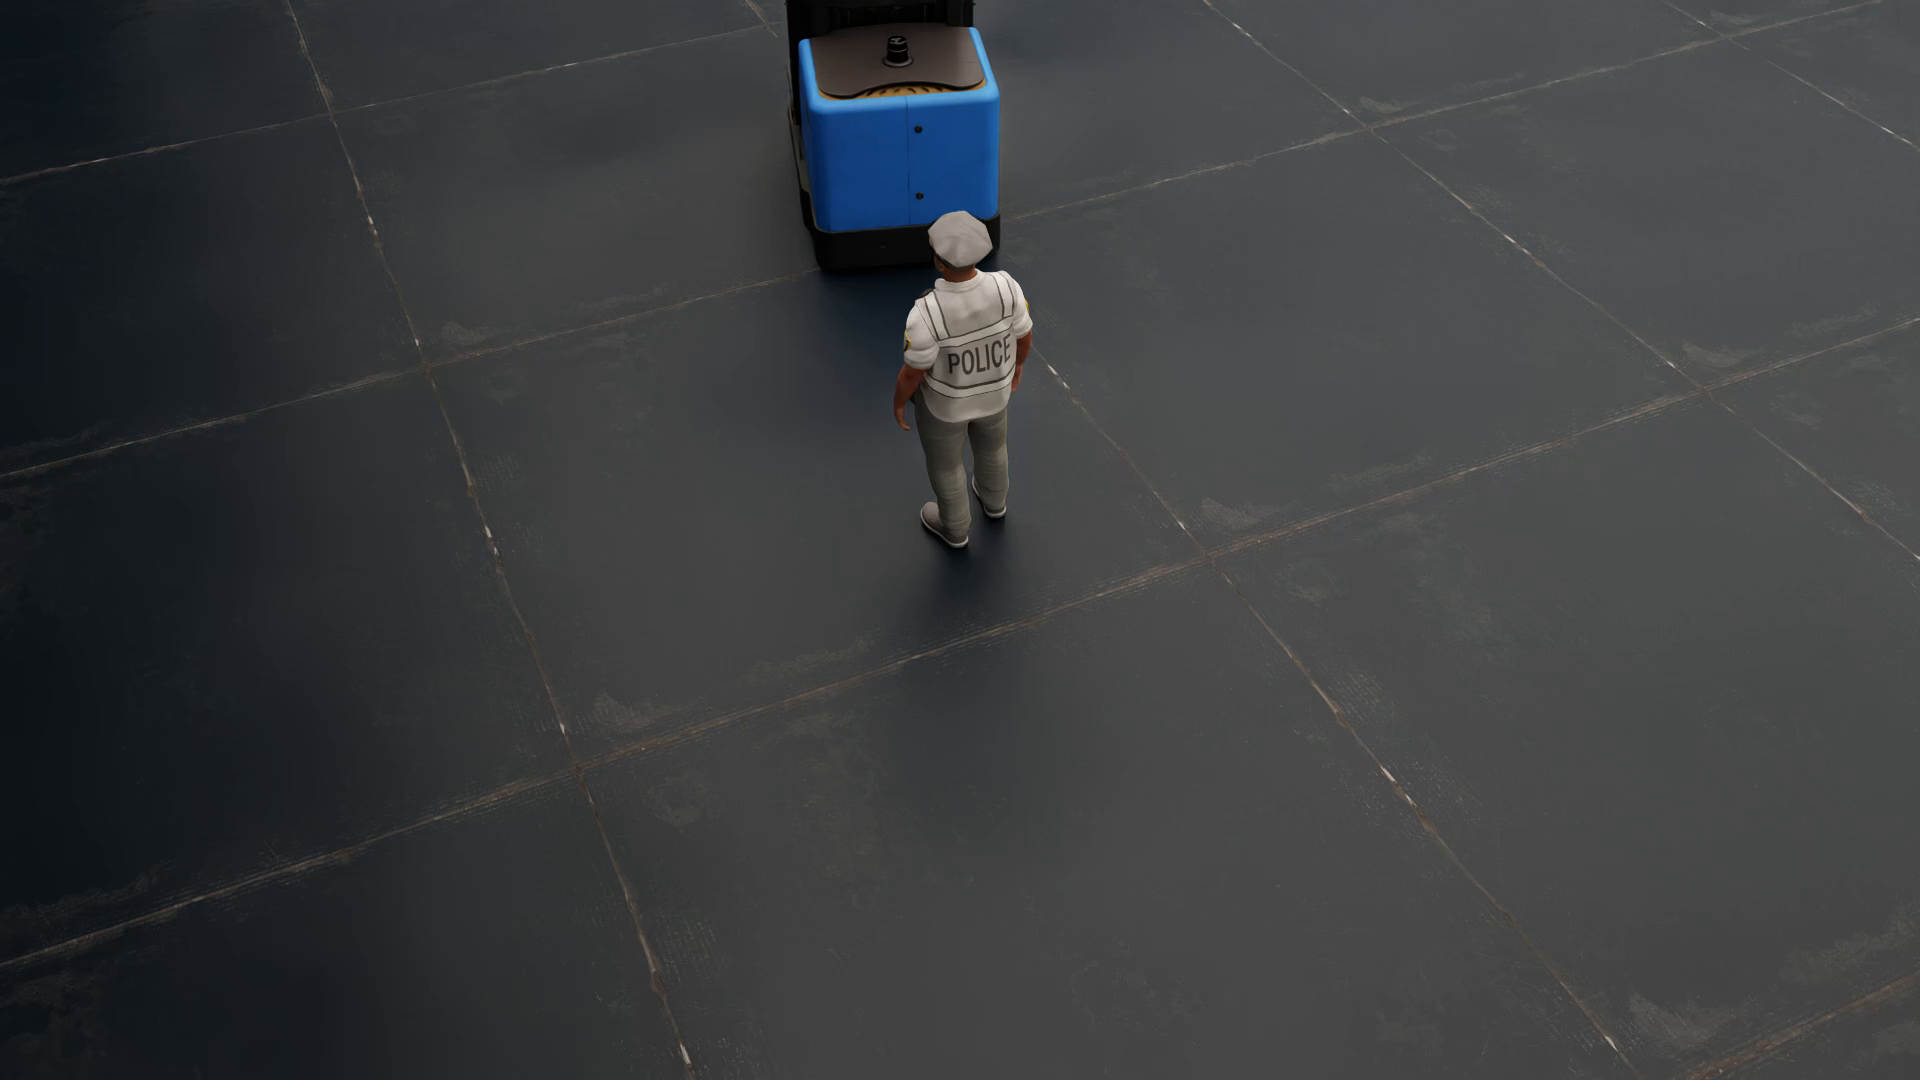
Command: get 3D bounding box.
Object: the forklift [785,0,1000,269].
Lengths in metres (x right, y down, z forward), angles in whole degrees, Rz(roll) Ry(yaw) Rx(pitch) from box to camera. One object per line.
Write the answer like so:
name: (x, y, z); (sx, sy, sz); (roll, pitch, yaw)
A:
forklift: (-0.503, -3.605, 9.543); (1.130, 2.935, 3.031); (-6, 43, -6)

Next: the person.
person: (-0.021, -0.708, 7.271); (0.640, 1.781, 0.575); (-18, 46, -18)
